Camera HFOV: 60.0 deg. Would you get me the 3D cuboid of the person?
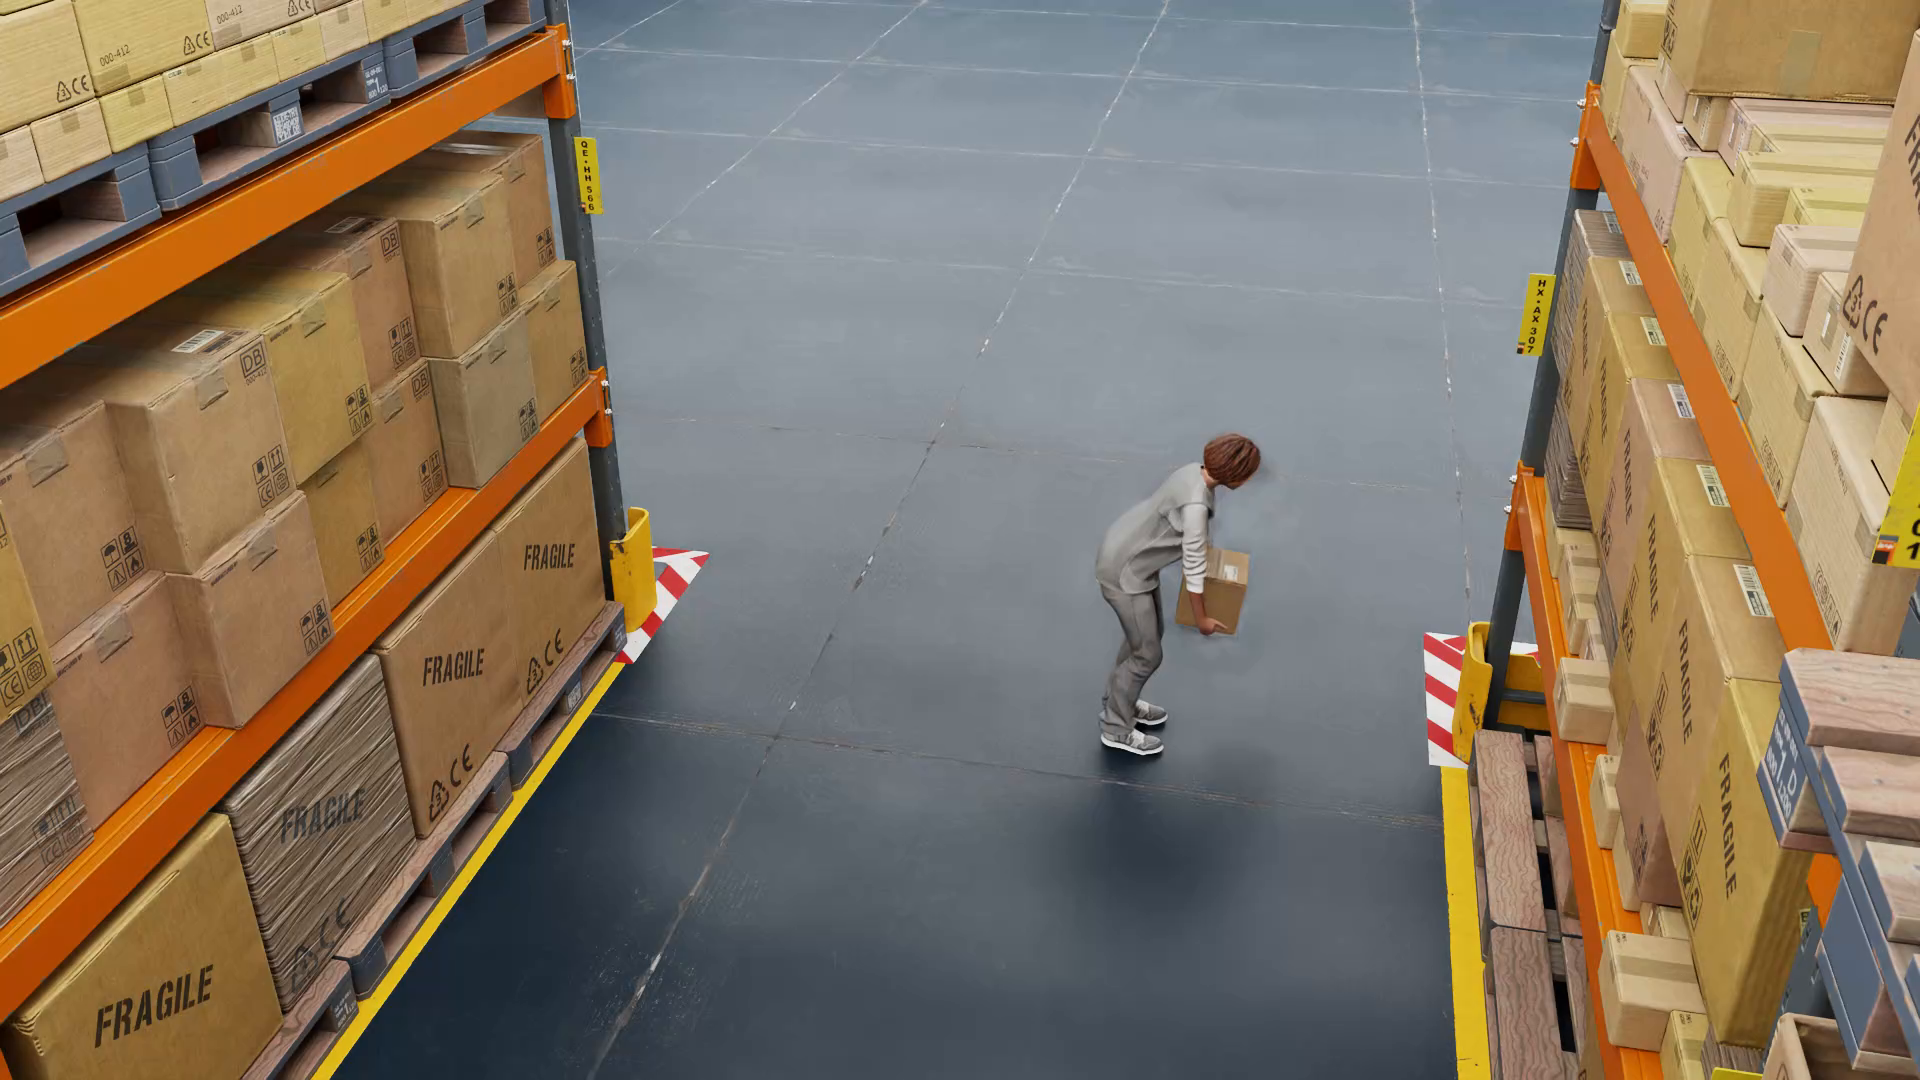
[{"bbox_3d":[0.871,0.219,6.894,0.636,1.458,0.376,5,30,10],"label":"person"}]
